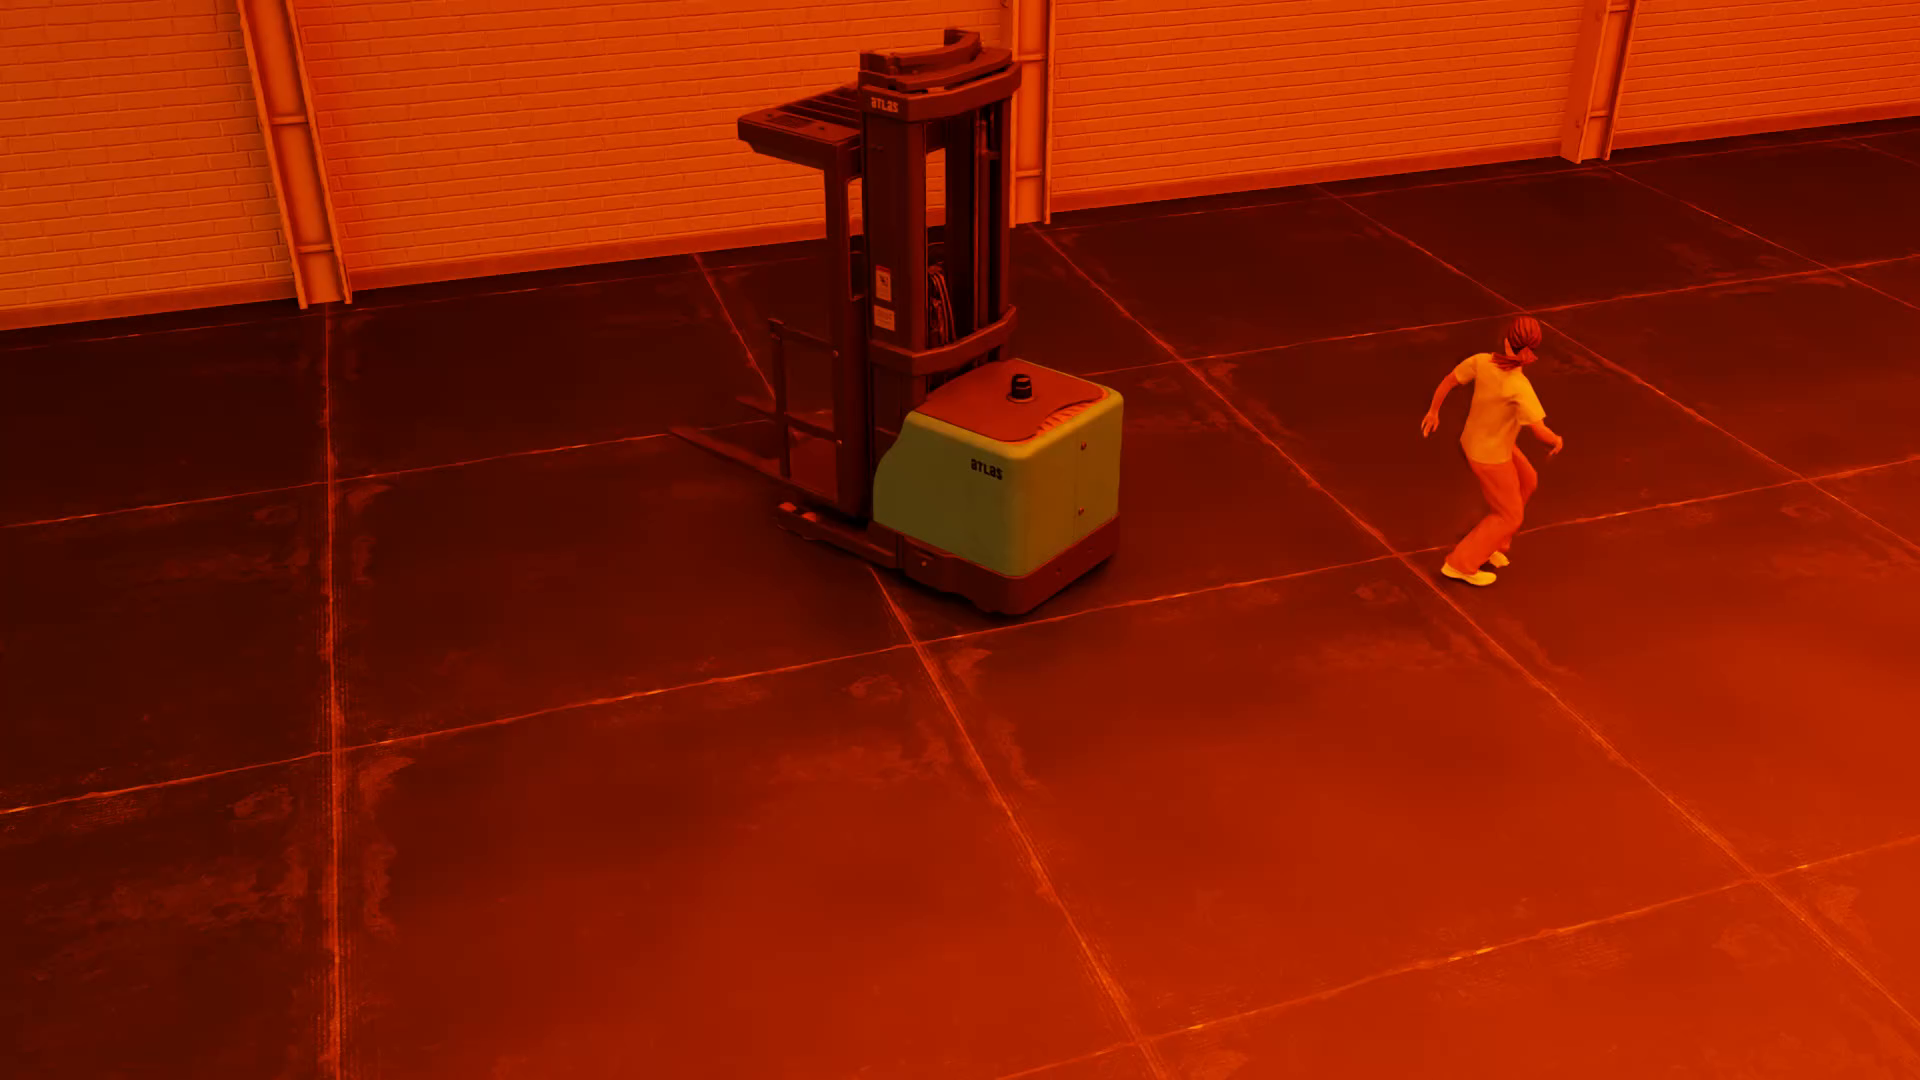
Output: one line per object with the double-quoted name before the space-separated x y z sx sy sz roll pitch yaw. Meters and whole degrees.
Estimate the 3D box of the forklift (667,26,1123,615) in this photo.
"forklift" -0.528 -1.452 9.611 3.031 2.935 1.130 22 37 33

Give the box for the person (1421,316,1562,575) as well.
"person" 2.981 -0.526 9.264 0.700 1.544 0.585 -1 30 -2
